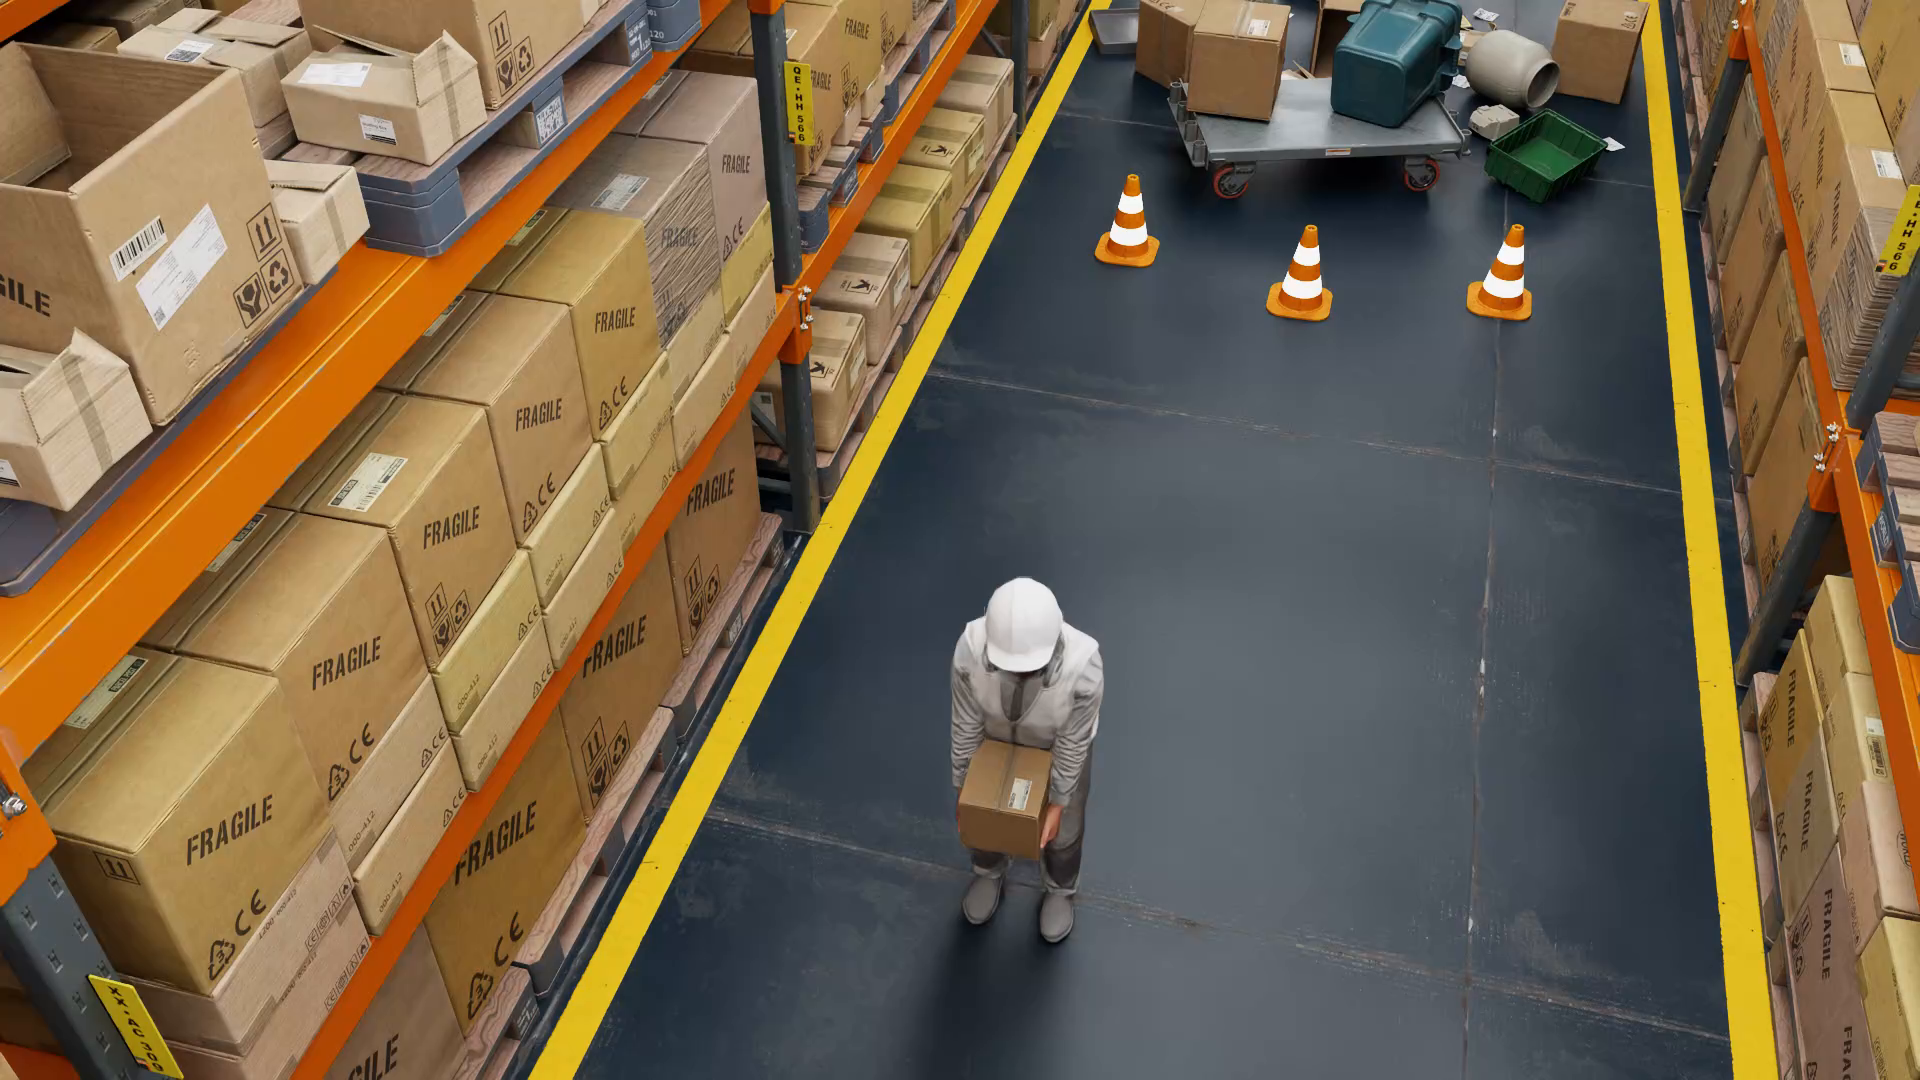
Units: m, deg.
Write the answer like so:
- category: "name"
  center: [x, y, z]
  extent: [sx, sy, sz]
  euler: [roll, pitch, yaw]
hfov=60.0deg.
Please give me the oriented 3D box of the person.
- category: "person"
  center: [0.214, 0.699, 5.370]
  extent: [0.475, 1.722, 0.615]
  euler: [9, 42, 11]
